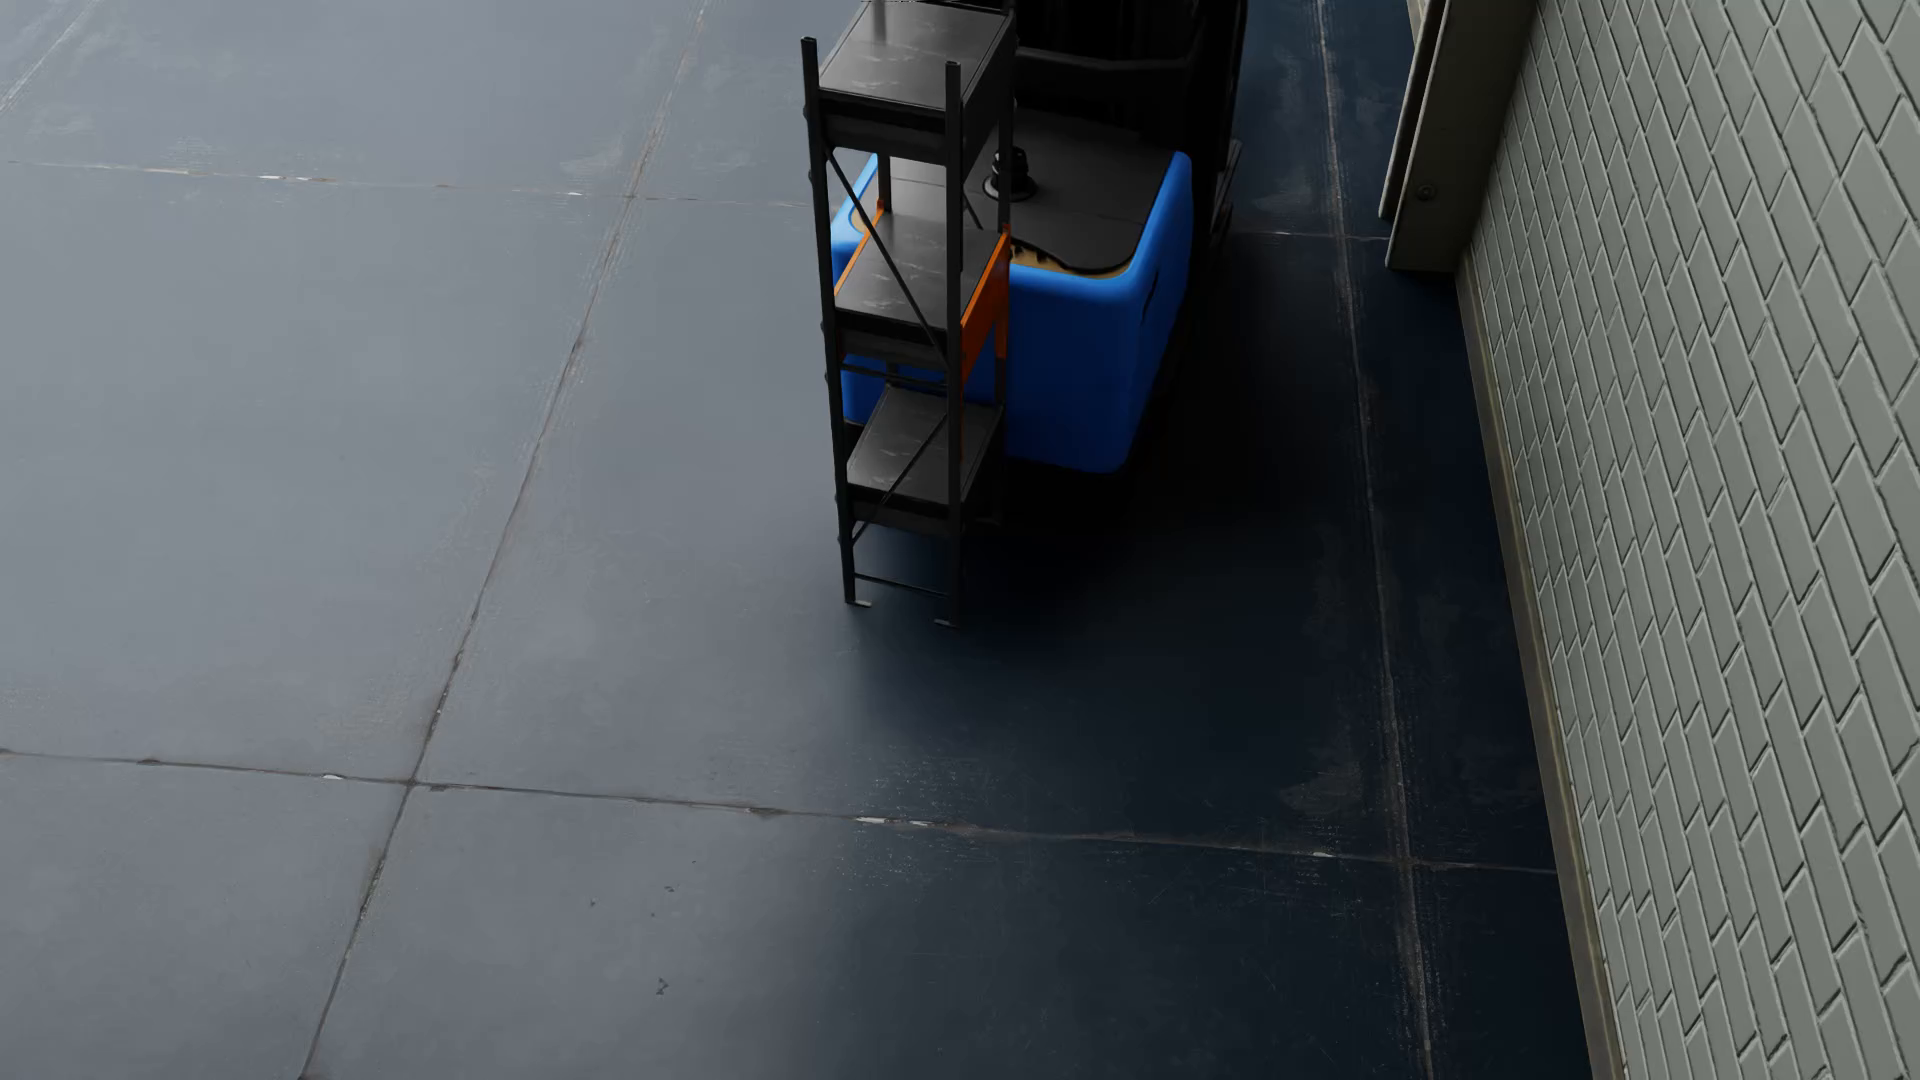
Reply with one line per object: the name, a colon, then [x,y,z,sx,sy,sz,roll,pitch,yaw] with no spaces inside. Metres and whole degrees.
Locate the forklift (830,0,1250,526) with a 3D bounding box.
forklift: [0.489,-2.150,5.730,1.130,2.935,3.031,13,49,12]

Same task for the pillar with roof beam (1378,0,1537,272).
pillar with roof beam: [-2.383,-4.566,3.828,9.100,9.000,0.400,4,48,4]

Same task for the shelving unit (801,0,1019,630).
shelving unit: [-0.119,-0.633,4.906,0.431,2.100,0.503,13,49,12]

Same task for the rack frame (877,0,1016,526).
rack frame: [-0.046,-0.805,5.064,0.400,2.100,0.015,13,49,12]

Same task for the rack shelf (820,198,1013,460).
rack shelf: [-0.119,-0.624,4.916,0.431,0.518,0.480,13,49,12]

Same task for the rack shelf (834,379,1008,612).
rack shelf: [-0.119,-0.152,5.433,0.431,0.518,0.480,13,49,12]

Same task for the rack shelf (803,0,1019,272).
rack shelf: [-0.119,-1.097,4.400,0.431,0.518,0.480,13,49,12]

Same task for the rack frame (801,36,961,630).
rack frame: [-0.191,-0.461,4.749,0.400,2.100,0.015,13,49,12]
